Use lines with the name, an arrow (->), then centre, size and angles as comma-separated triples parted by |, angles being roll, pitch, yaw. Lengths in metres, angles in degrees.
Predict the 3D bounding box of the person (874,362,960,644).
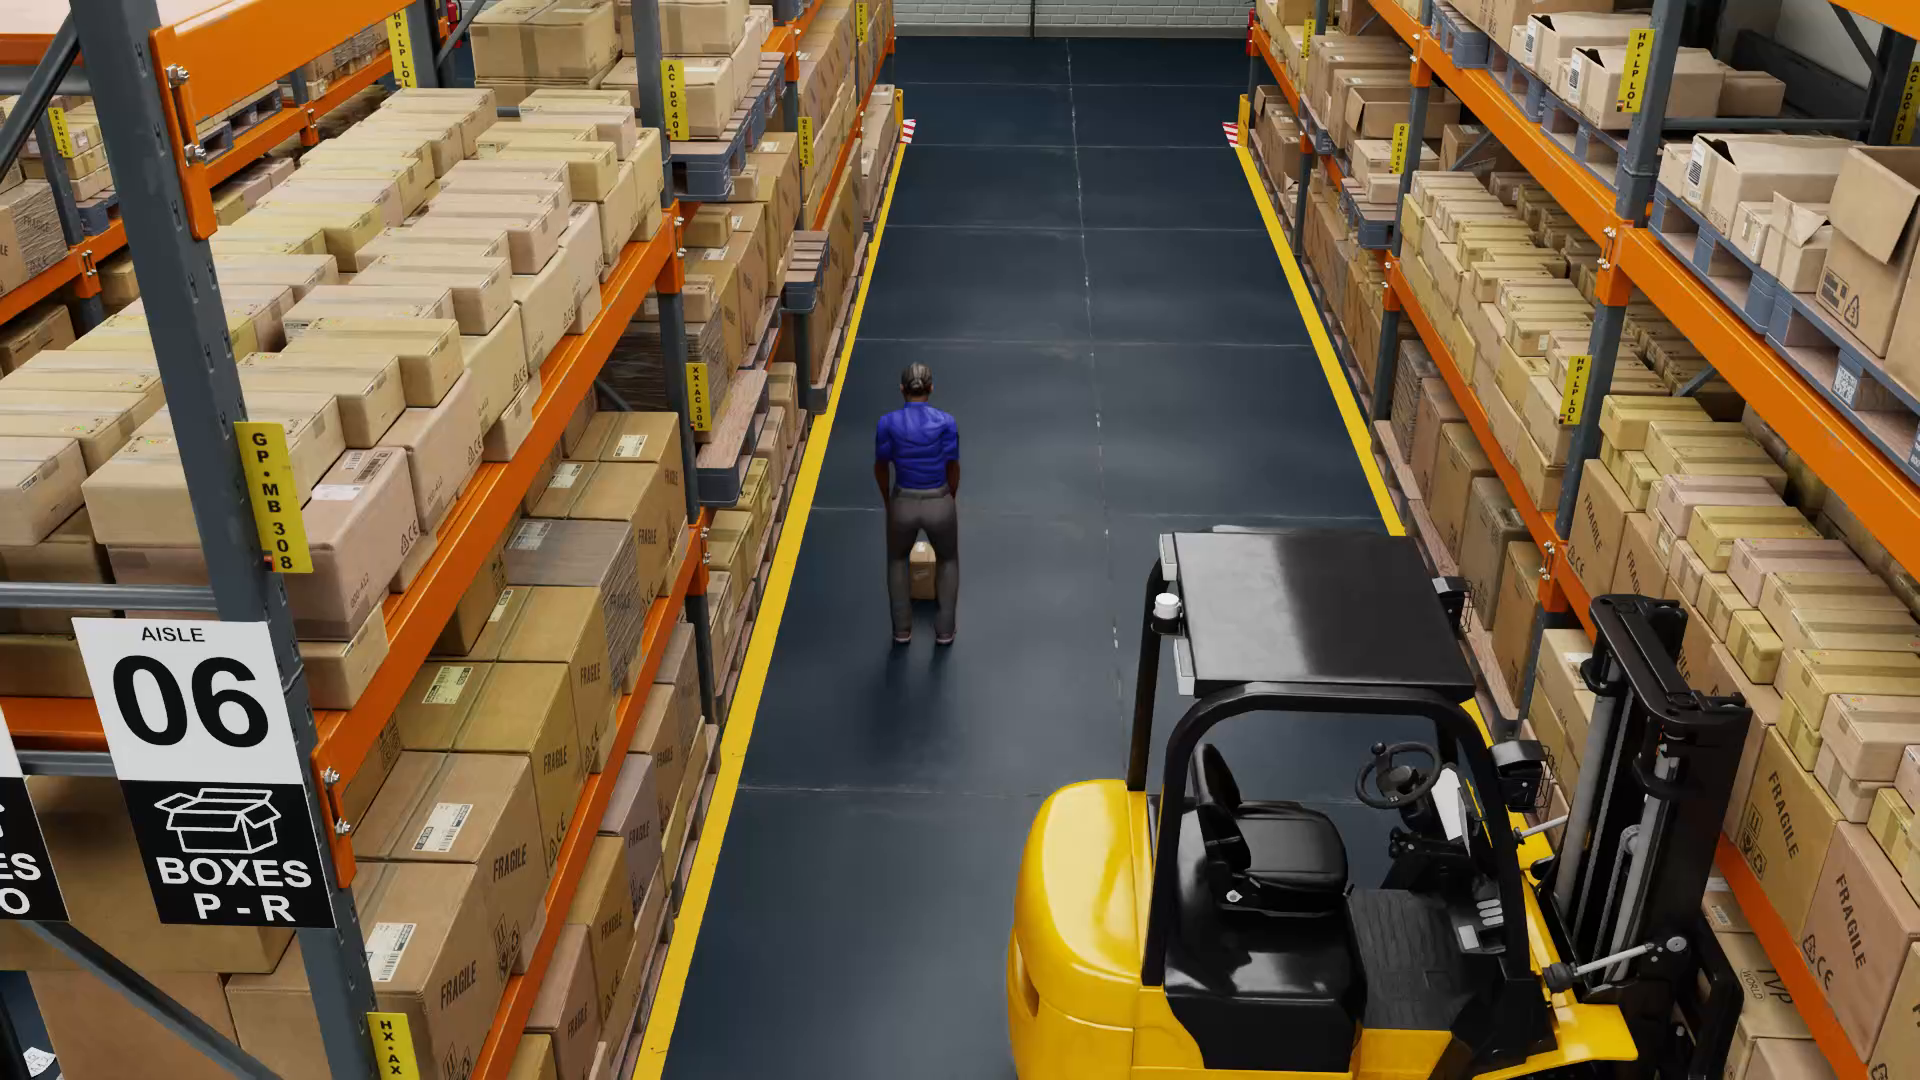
person -> -0.233, -0.173, 9.040 | 0.464, 1.588, 0.411 | 2, 28, 3
